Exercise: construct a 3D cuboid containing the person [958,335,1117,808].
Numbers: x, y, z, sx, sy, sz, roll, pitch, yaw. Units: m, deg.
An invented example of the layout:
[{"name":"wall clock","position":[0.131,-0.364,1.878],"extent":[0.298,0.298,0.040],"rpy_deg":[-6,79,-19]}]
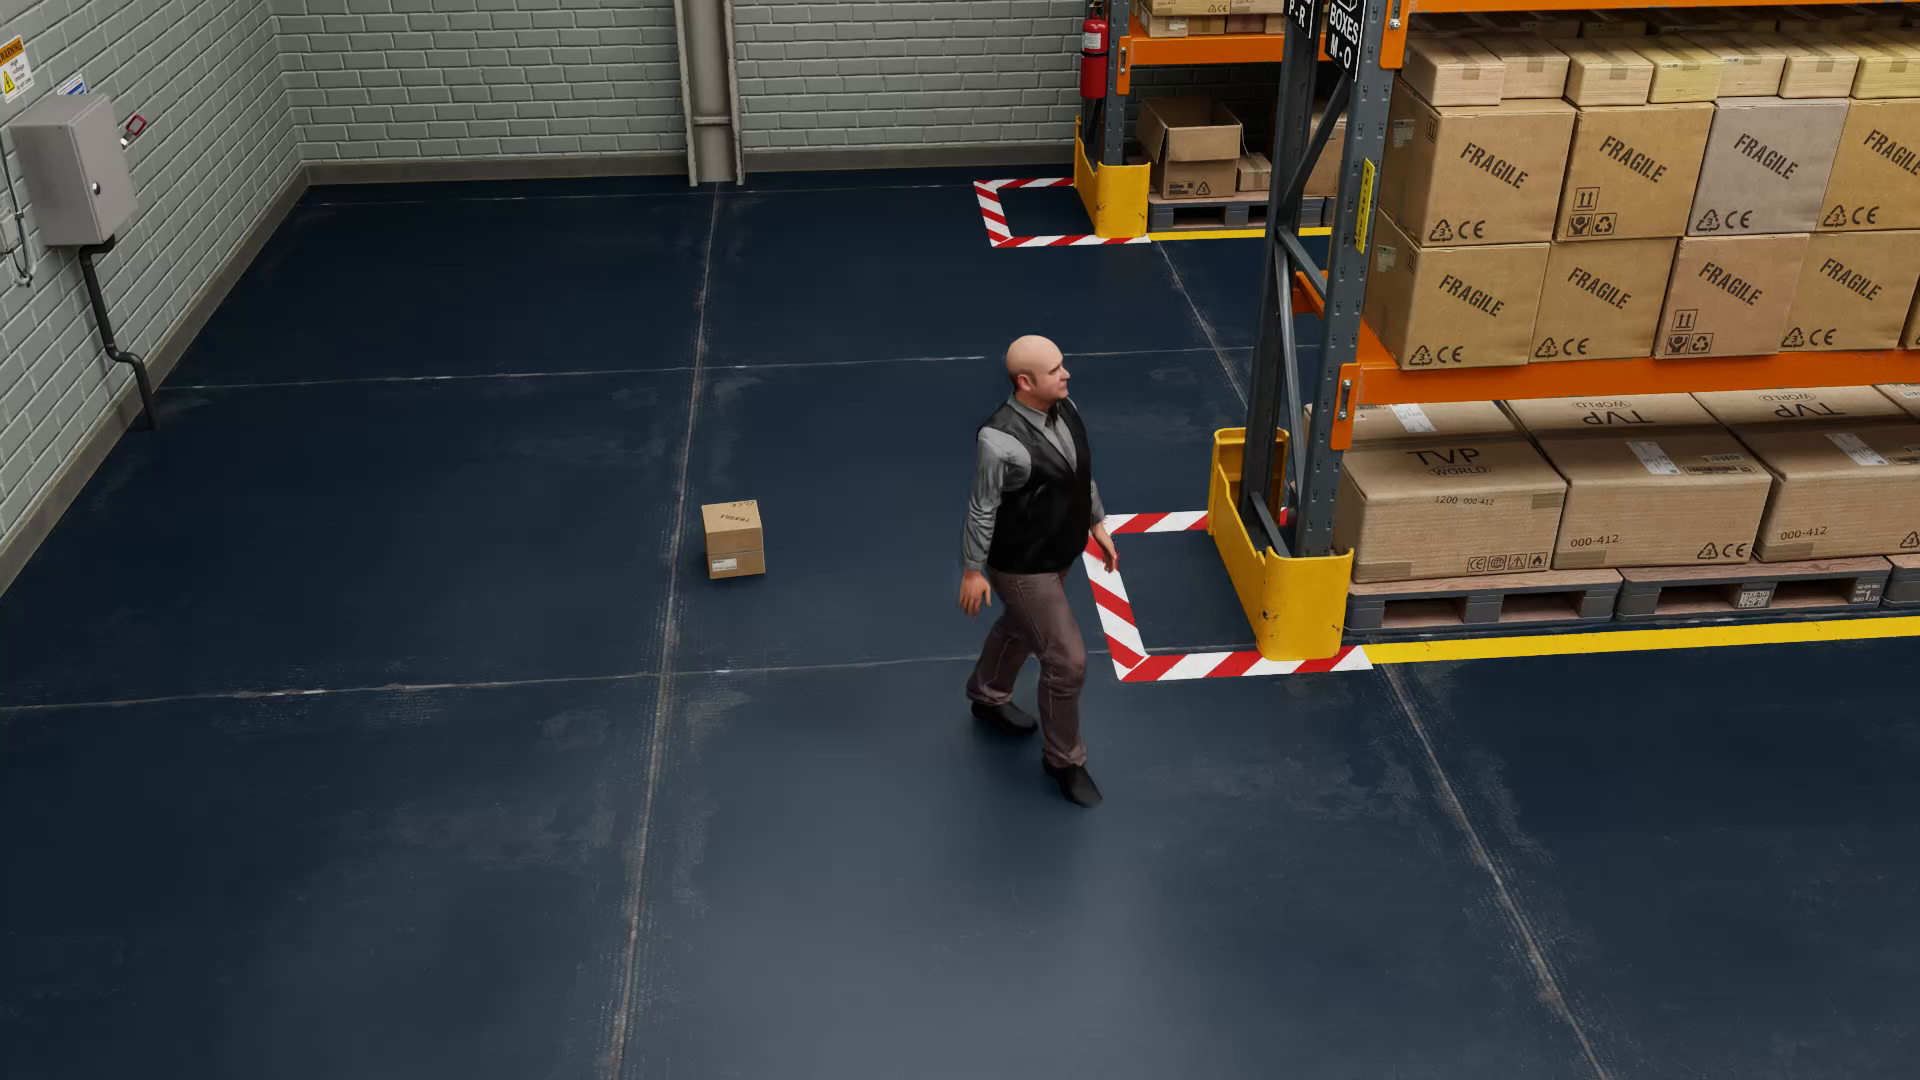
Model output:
[{"name":"person","position":[0.306,0.093,6.027],"extent":[0.704,1.773,0.581],"rpy_deg":[16,34,25]}]
